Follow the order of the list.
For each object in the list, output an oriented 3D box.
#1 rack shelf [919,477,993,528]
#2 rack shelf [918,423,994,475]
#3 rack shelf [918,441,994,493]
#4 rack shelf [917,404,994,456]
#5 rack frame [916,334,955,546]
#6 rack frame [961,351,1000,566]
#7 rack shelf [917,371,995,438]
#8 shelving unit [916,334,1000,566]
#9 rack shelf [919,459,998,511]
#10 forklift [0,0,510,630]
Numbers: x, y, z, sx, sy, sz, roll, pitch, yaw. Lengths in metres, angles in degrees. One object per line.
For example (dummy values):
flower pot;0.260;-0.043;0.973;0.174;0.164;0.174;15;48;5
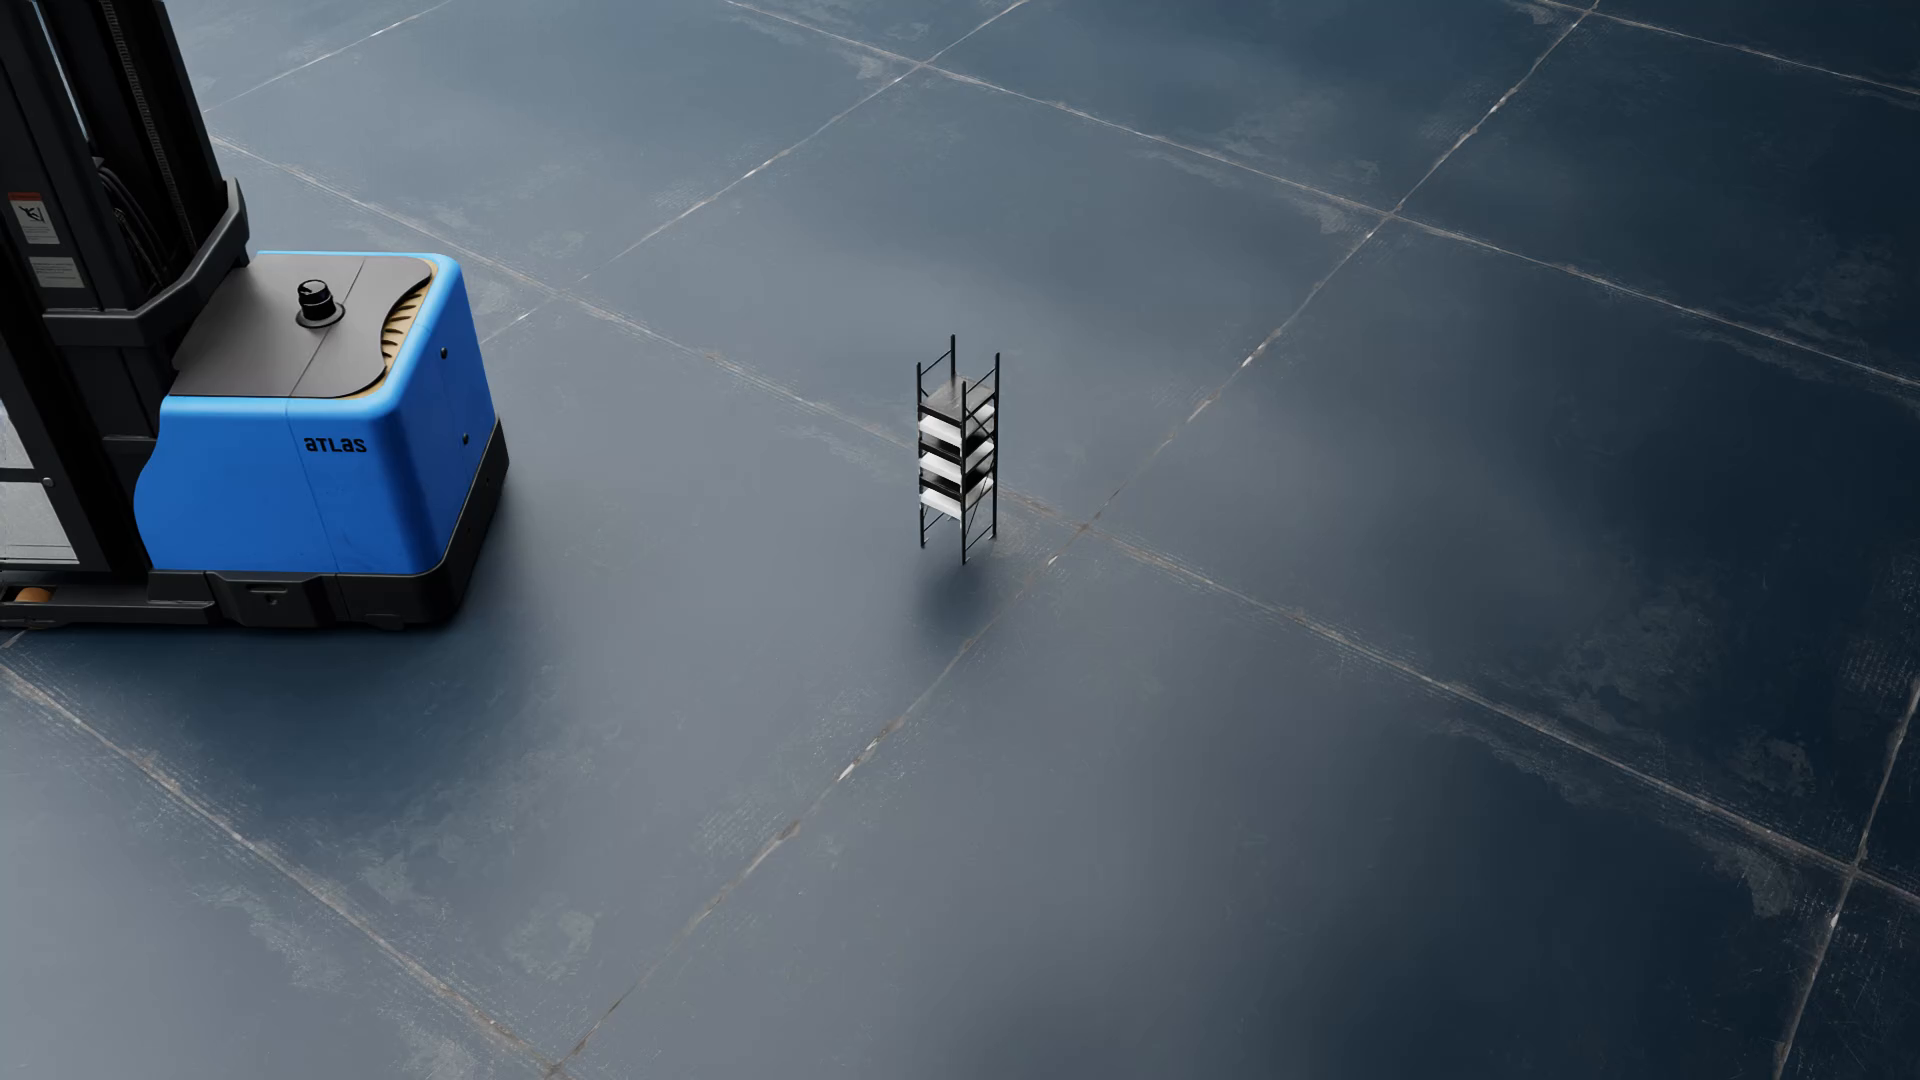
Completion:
rack shelf;-0.007;-0.179;6.596;0.200;0.077;0.258;25;48;25
rack shelf;-0.007;-0.381;6.416;0.200;0.077;0.258;25;48;25
rack shelf;-0.007;-0.314;6.476;0.200;0.077;0.258;25;48;25
rack shelf;-0.007;-0.448;6.356;0.200;0.077;0.258;25;48;25
rack frame;-0.090;-0.377;6.497;0.006;0.900;0.240;25;48;25
rack frame;0.077;-0.300;6.410;0.006;0.900;0.240;25;48;25
rack shelf;-0.007;-0.515;6.296;0.200;0.077;0.258;25;48;25
shelving unit;-0.007;-0.338;6.453;0.210;0.900;0.258;25;48;25
rack shelf;-0.007;-0.247;6.536;0.200;0.077;0.258;25;48;25
forklift;-3.422;-1.101;5.783;3.031;2.935;1.130;1;42;1
